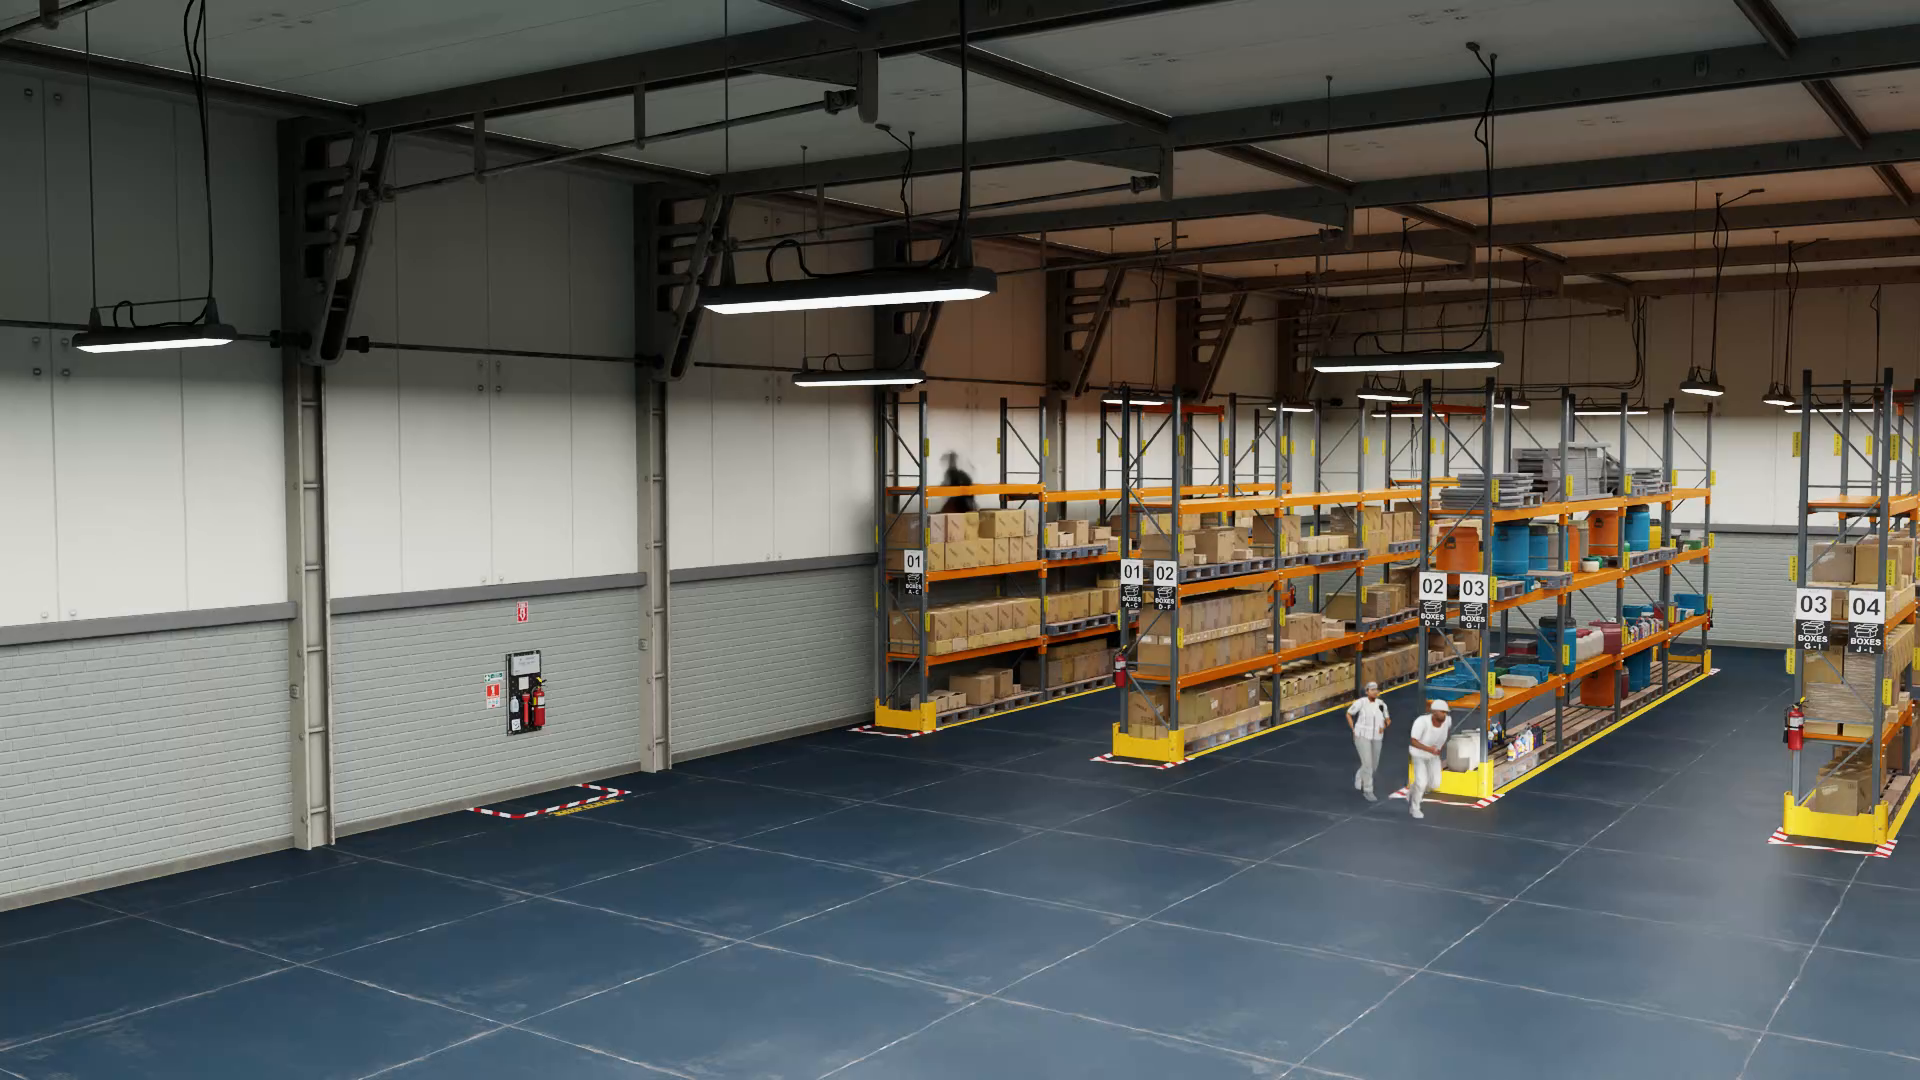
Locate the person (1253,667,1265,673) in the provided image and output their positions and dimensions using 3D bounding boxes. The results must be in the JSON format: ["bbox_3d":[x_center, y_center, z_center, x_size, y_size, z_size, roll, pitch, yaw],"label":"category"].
[{"bbox_3d":[6.122,2.250,34.037,0.627,1.781,0.845,2,4,33],"label":"person"}]

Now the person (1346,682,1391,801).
[{"bbox_3d":[5.906,2.871,23.920,0.602,1.660,0.804,-1,3,-9],"label":"person"}]

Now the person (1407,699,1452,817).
[{"bbox_3d":[6.381,2.944,22.485,0.721,1.644,0.802,-1,3,-20],"label":"person"}]
